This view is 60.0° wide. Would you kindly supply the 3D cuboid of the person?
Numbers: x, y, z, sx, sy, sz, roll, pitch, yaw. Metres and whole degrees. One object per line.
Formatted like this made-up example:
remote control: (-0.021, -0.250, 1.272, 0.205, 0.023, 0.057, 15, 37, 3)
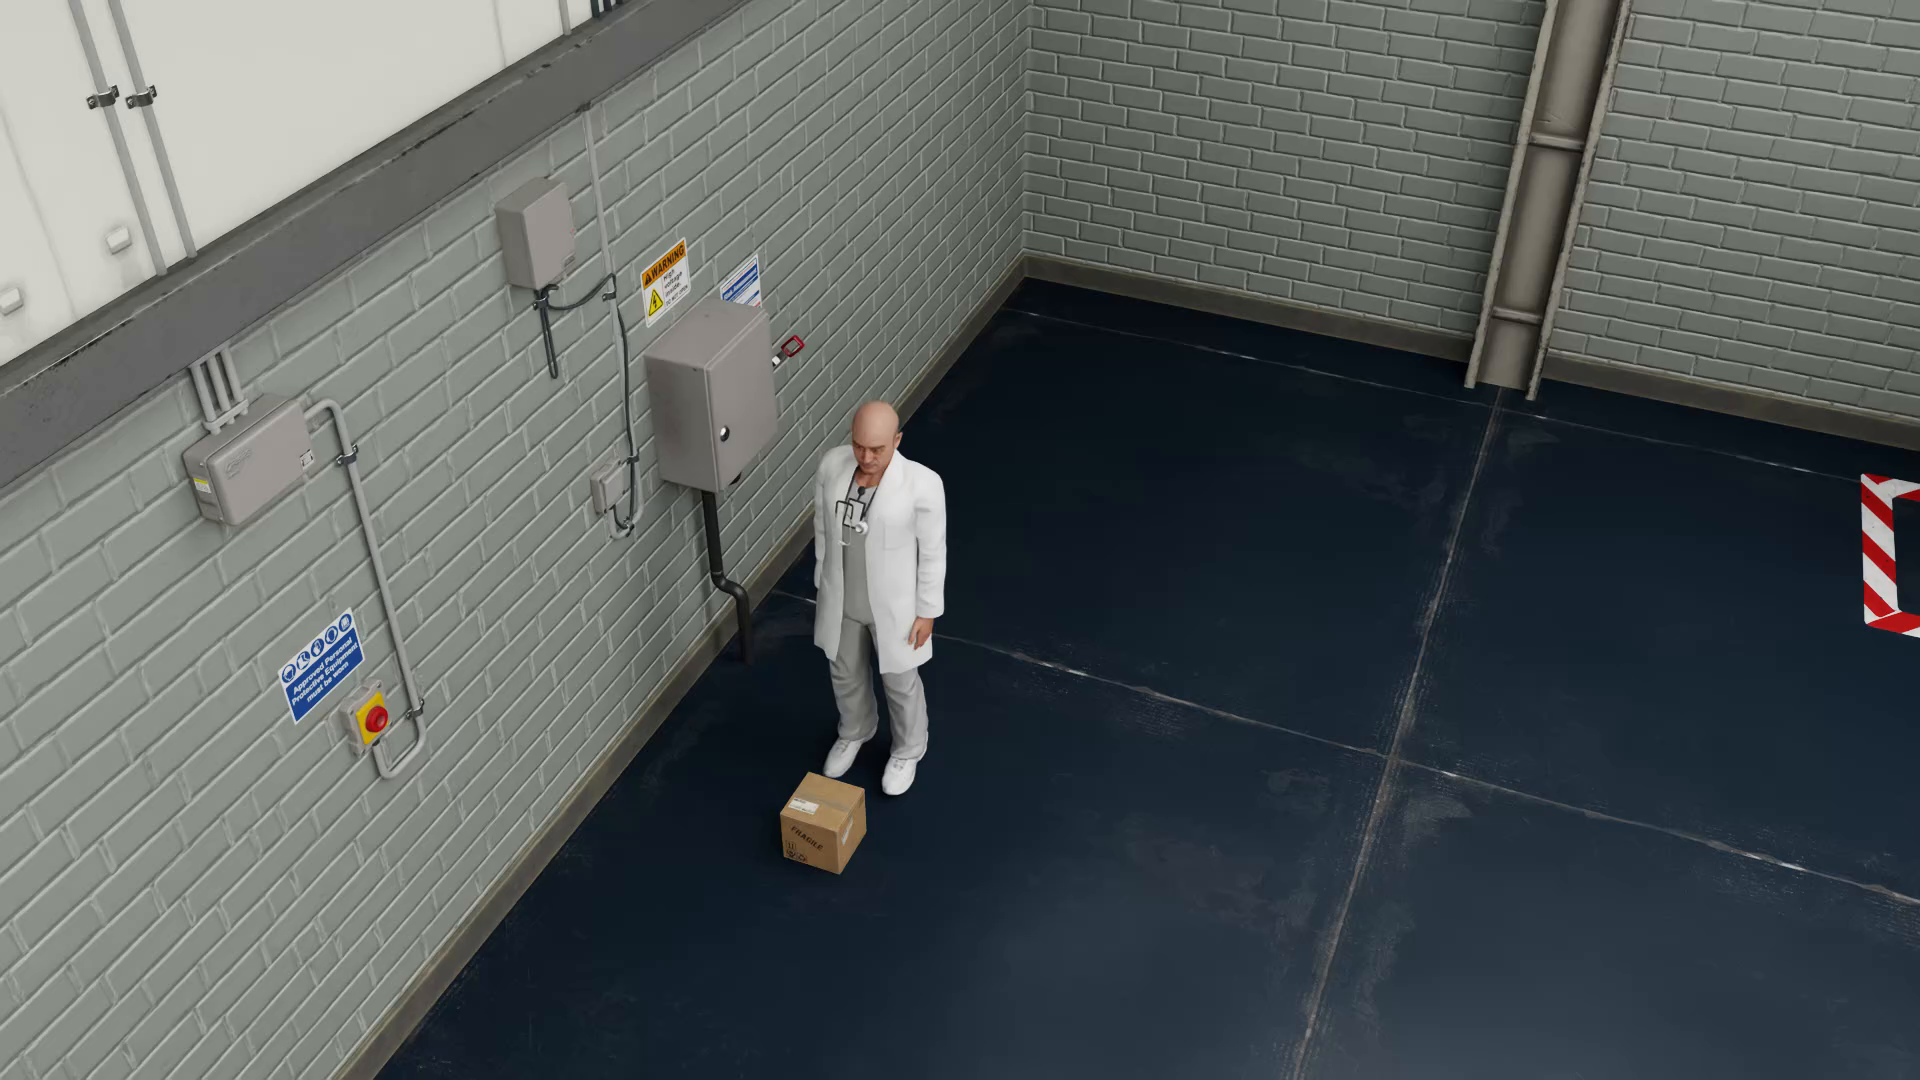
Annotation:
person: (-0.324, 0.239, 6.525, 0.562, 1.781, 0.381, 15, 39, 19)
